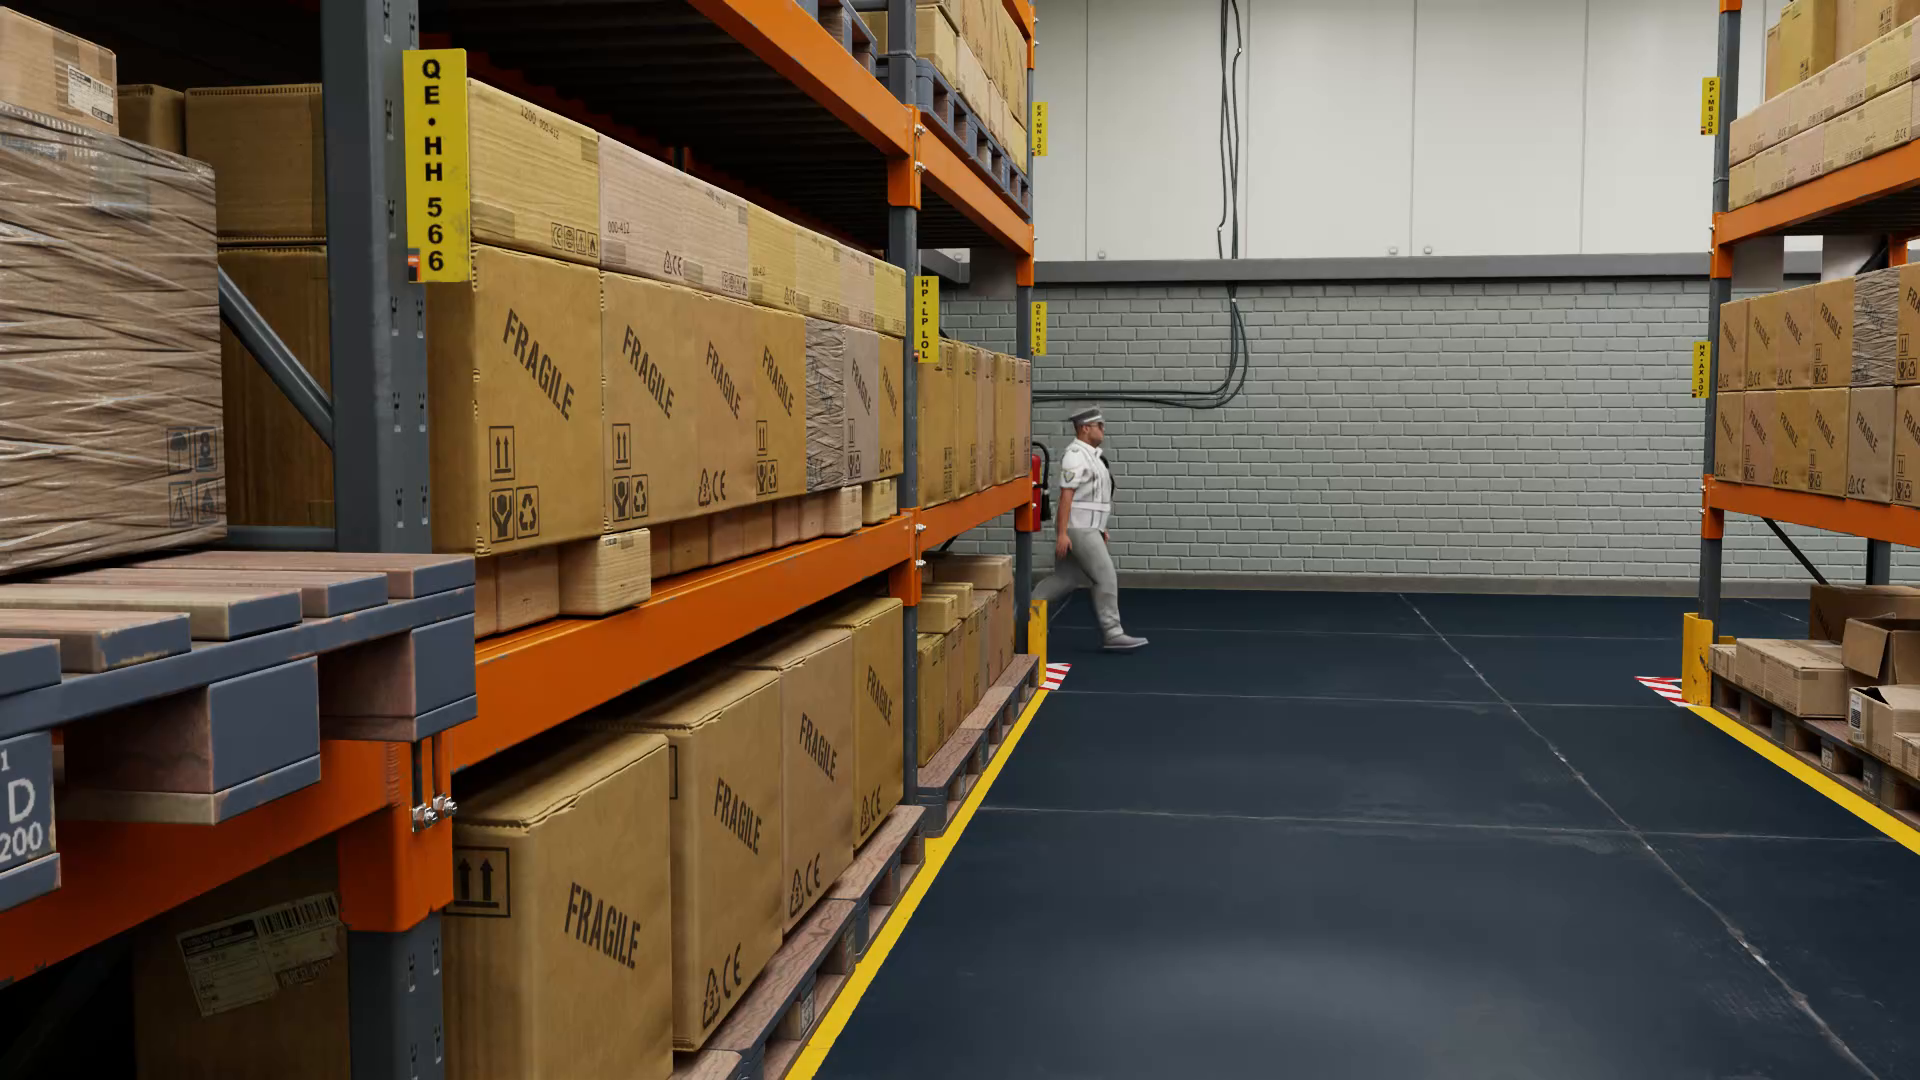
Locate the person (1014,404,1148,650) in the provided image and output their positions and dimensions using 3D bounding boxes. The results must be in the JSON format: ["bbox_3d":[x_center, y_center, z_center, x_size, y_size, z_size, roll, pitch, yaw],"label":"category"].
[{"bbox_3d":[0.828,-0.096,11.773,1.034,1.719,0.557,1,5,10],"label":"person"}]
